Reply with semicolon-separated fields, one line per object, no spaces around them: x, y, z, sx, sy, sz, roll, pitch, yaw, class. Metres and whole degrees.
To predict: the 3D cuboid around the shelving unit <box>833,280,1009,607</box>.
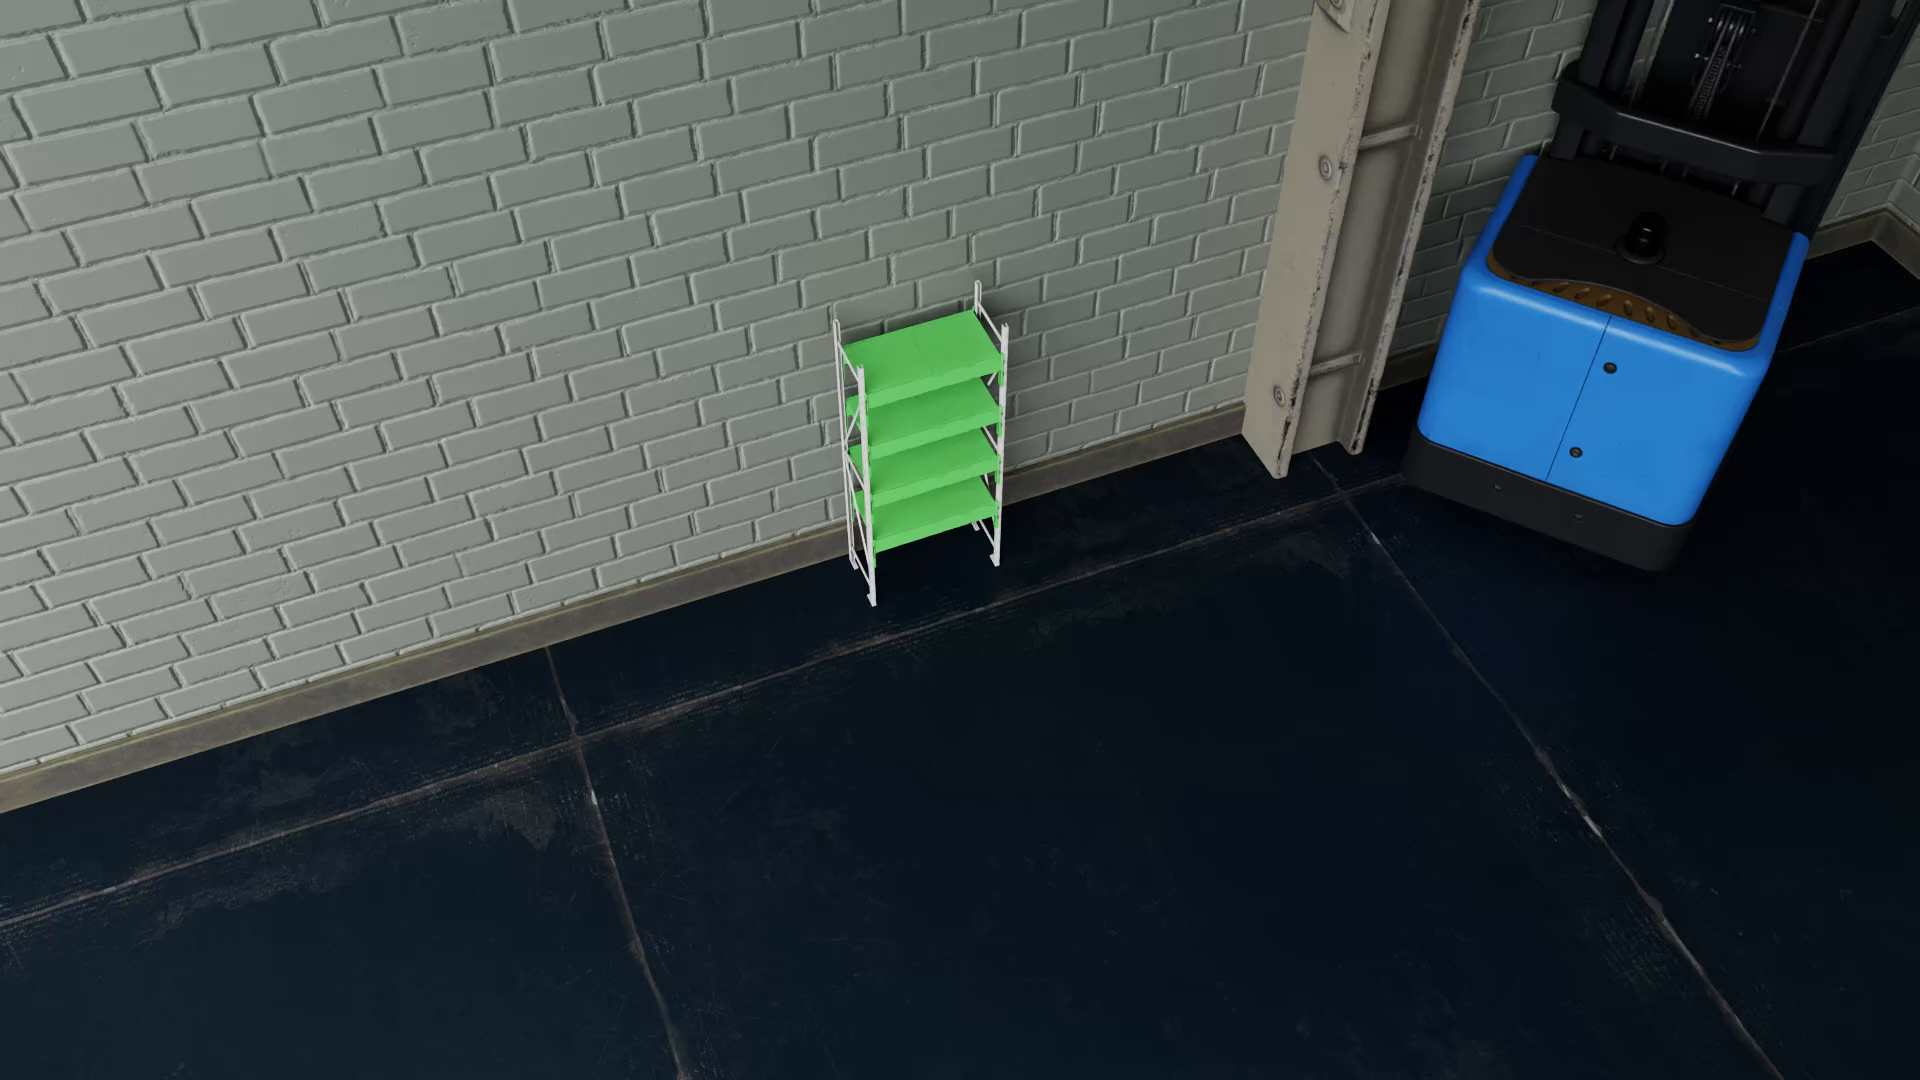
-0.128;-0.301;5.714;0.503;1.200;0.258;-18;53;-15;shelving unit

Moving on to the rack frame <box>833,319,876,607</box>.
-0.353;-0.229;5.652;0.015;1.200;0.240;-18;53;-15;rack frame

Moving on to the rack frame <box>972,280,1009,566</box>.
0.097;-0.372;5.775;0.015;1.200;0.240;-18;53;-15;rack frame

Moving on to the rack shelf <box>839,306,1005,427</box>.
-0.125;-0.566;5.394;0.480;0.148;0.258;-18;53;-15;rack shelf

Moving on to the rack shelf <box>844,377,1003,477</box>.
-0.127;-0.413;5.578;0.480;0.148;0.258;-18;53;-15;rack shelf

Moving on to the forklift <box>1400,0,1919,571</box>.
2.837;-1.964;6.004;1.130;2.935;3.031;22;53;18;forklift

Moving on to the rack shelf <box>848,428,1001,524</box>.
-0.129;-0.260;5.763;0.480;0.148;0.258;-18;53;-15;rack shelf

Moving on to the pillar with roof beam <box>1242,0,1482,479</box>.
2.976;-0.309;0.584;0.400;9.000;9.100;-17;52;-14;pillar with roof beam

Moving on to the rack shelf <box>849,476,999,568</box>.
-0.130;-0.107;5.948;0.480;0.148;0.258;-18;53;-15;rack shelf
